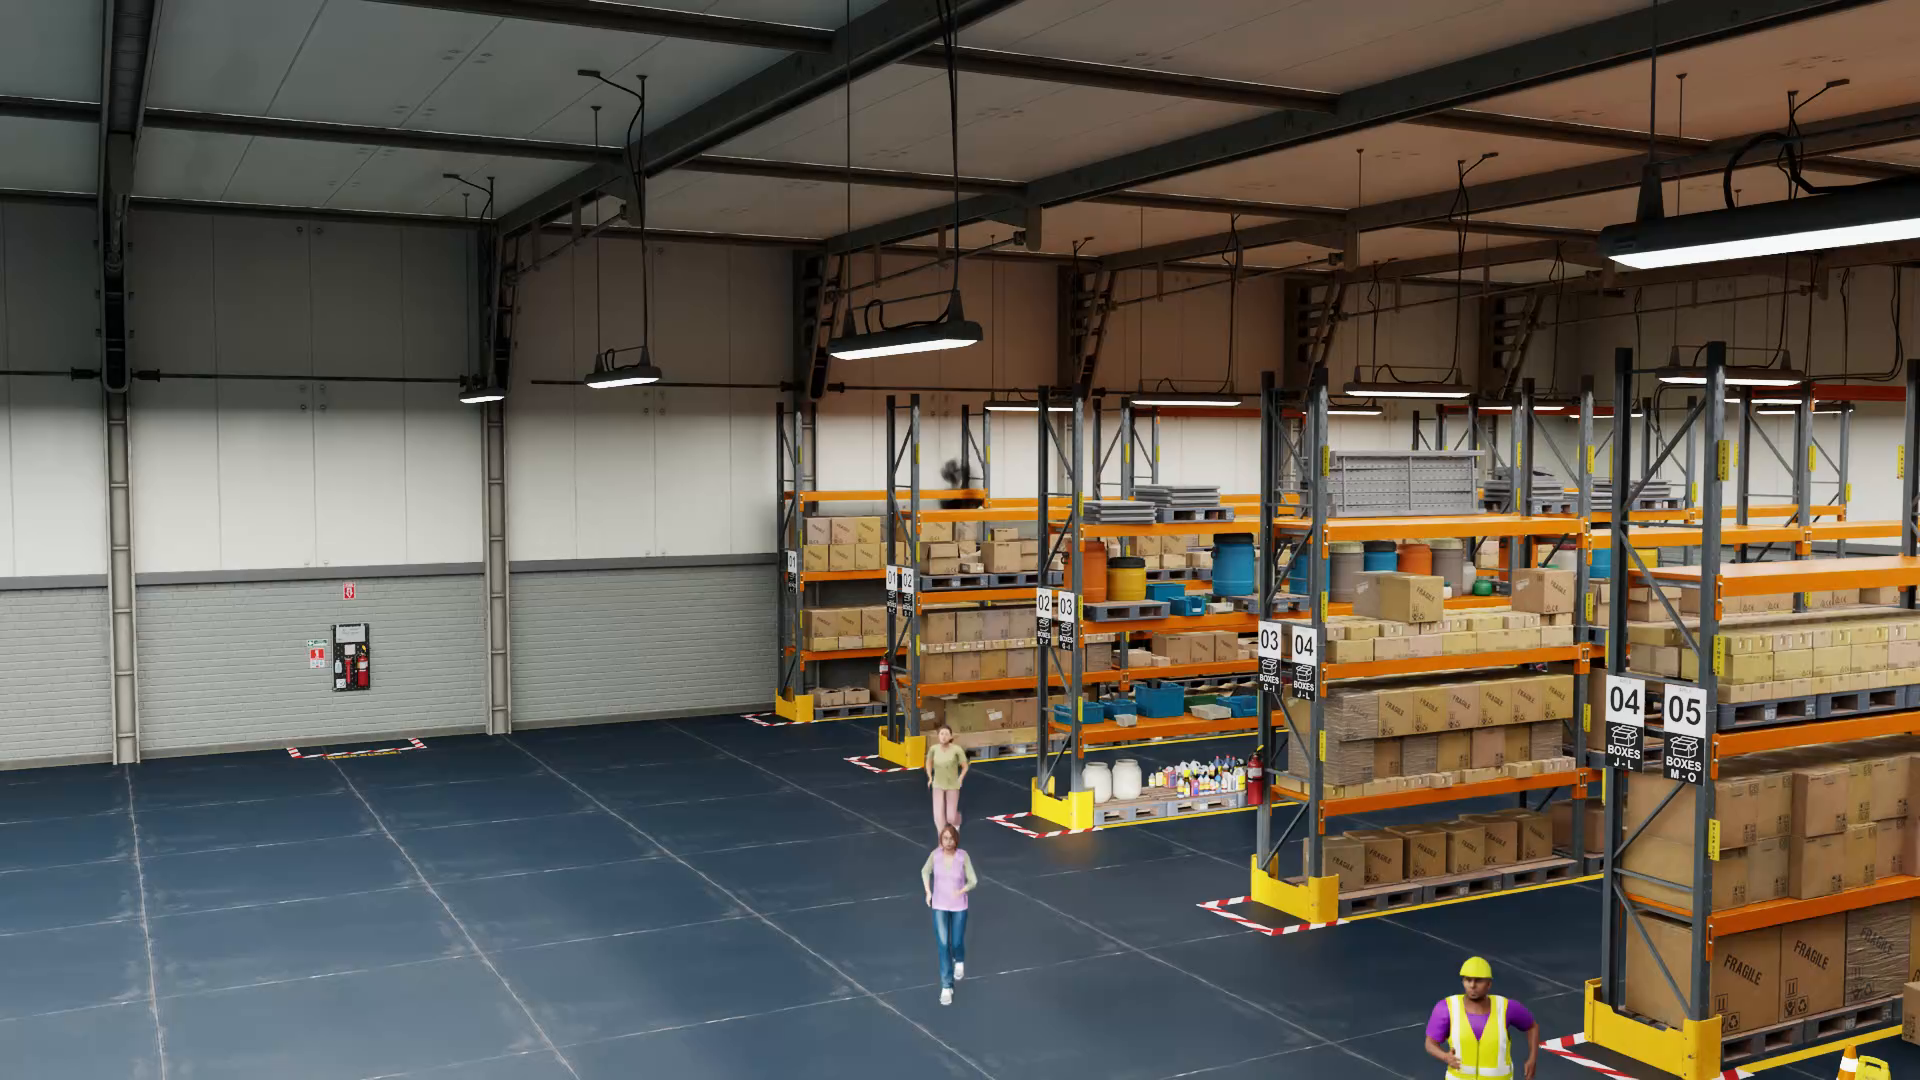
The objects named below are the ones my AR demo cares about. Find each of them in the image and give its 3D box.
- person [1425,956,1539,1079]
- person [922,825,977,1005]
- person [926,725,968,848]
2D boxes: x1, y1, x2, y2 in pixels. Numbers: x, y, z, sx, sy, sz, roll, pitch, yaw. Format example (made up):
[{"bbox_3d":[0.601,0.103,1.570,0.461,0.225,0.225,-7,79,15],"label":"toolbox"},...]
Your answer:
[{"bbox_3d":[3.445,3.669,11.038,0.706,1.797,0.864,1,4,24],"label":"person"},{"bbox_3d":[-0.104,3.479,15.681,0.539,1.606,0.739,0,3,4],"label":"person"},{"bbox_3d":[-0.166,3.155,21.287,0.565,1.631,0.731,1,3,10],"label":"person"}]
